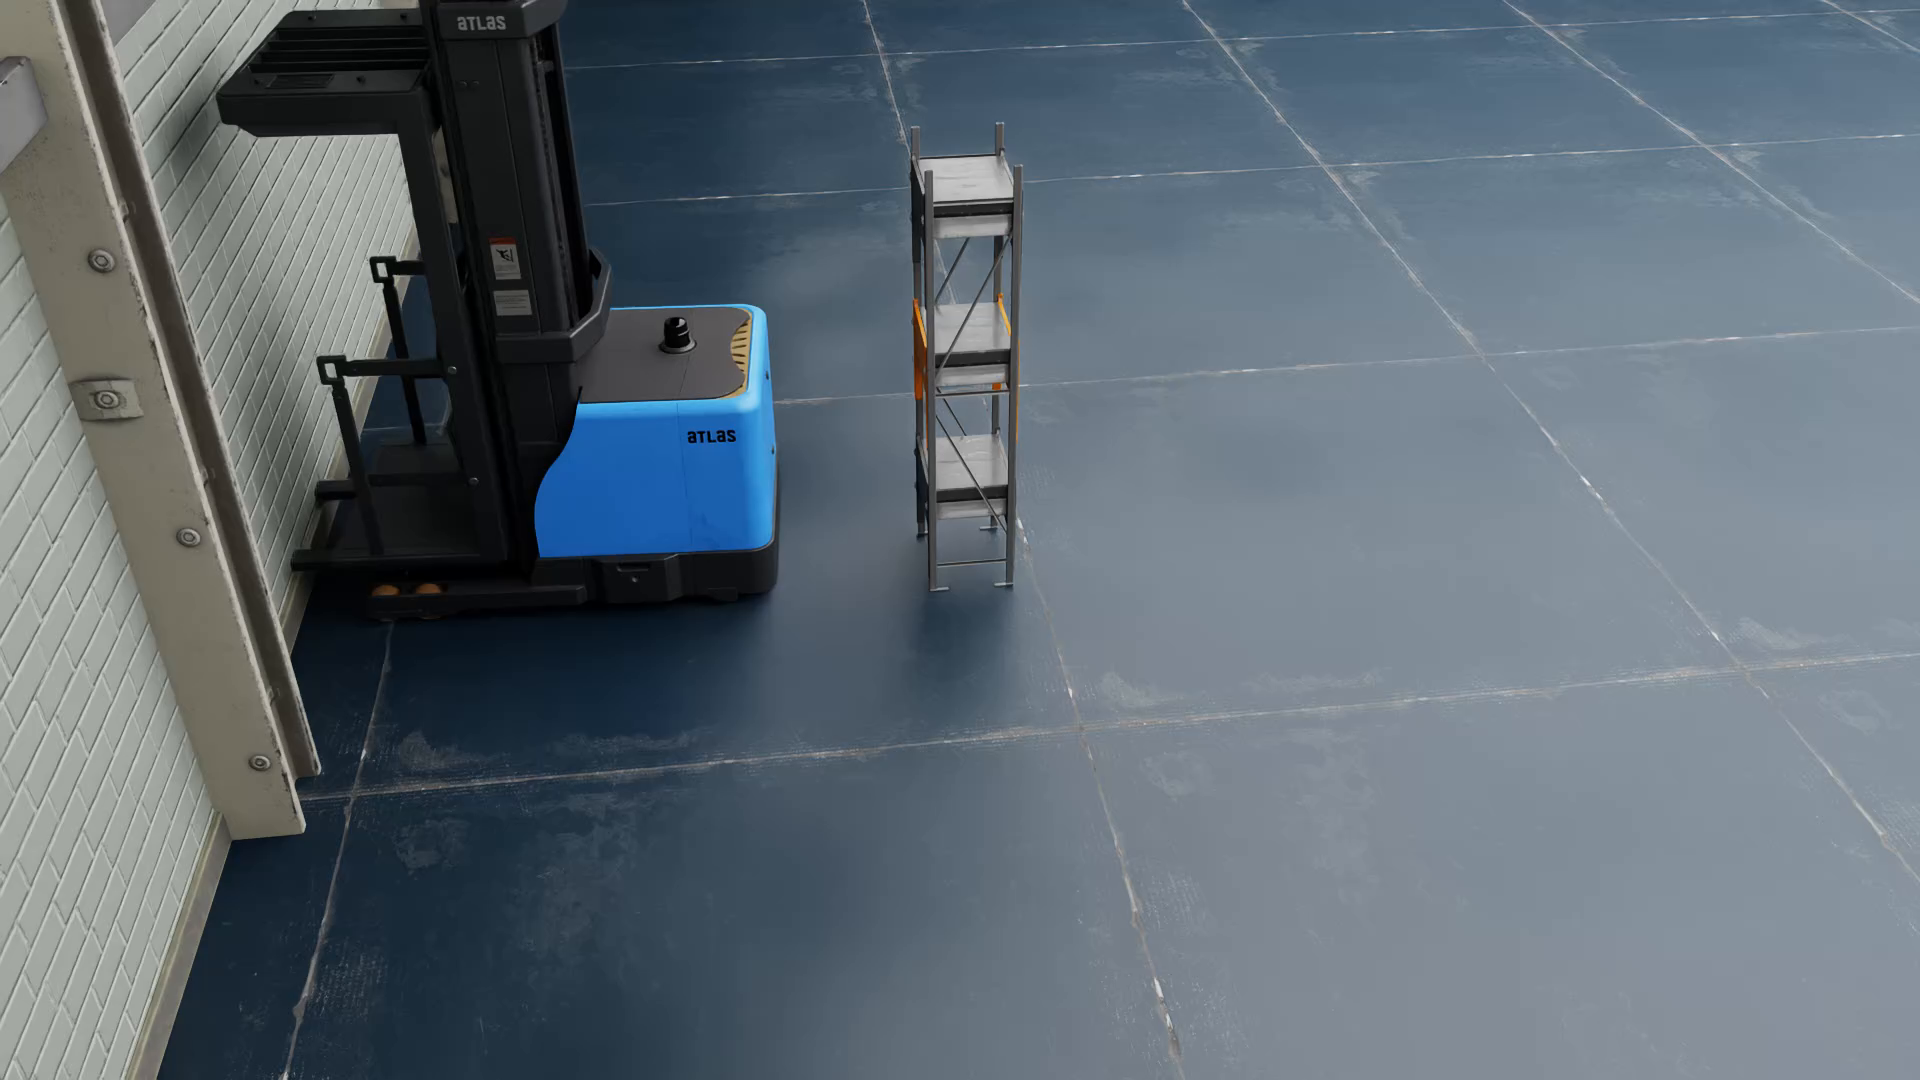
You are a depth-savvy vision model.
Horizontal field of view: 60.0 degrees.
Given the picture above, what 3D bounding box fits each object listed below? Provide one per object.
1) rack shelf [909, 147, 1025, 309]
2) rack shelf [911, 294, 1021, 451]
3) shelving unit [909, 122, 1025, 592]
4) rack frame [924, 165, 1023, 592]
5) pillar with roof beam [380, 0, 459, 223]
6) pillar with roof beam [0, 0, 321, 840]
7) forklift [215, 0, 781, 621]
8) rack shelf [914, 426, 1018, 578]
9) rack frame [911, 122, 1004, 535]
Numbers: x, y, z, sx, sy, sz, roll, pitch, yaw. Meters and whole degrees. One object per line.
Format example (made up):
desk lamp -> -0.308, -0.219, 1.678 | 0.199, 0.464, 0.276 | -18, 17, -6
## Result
rack shelf -> 0.022, -1.342, 7.137 | 0.431, 0.518, 0.480 | -4, 35, -6
rack shelf -> 0.022, -0.764, 7.531 | 0.431, 0.518, 0.480 | -4, 35, -6
shelving unit -> 0.022, -0.775, 7.523 | 0.431, 2.100, 0.503 | -4, 35, -6
rack frame -> 0.055, -0.639, 7.323 | 0.400, 2.100, 0.015 | -4, 35, -6
pillar with roof beam -> 0.692, -6.336, 9.556 | 9.100, 9.000, 0.400 | -4, 35, -6
pillar with roof beam -> 1.499, -2.987, 4.643 | 9.100, 9.000, 0.400 | -4, 35, -6
forklift -> -2.403, -1.143, 7.325 | 3.031, 2.935, 1.130 | -2, 34, -3
rack shelf -> 0.022, -0.186, 7.925 | 0.431, 0.518, 0.480 | -4, 35, -6
rack frame -> -0.011, -0.911, 7.723 | 0.400, 2.100, 0.015 | -4, 35, -6
